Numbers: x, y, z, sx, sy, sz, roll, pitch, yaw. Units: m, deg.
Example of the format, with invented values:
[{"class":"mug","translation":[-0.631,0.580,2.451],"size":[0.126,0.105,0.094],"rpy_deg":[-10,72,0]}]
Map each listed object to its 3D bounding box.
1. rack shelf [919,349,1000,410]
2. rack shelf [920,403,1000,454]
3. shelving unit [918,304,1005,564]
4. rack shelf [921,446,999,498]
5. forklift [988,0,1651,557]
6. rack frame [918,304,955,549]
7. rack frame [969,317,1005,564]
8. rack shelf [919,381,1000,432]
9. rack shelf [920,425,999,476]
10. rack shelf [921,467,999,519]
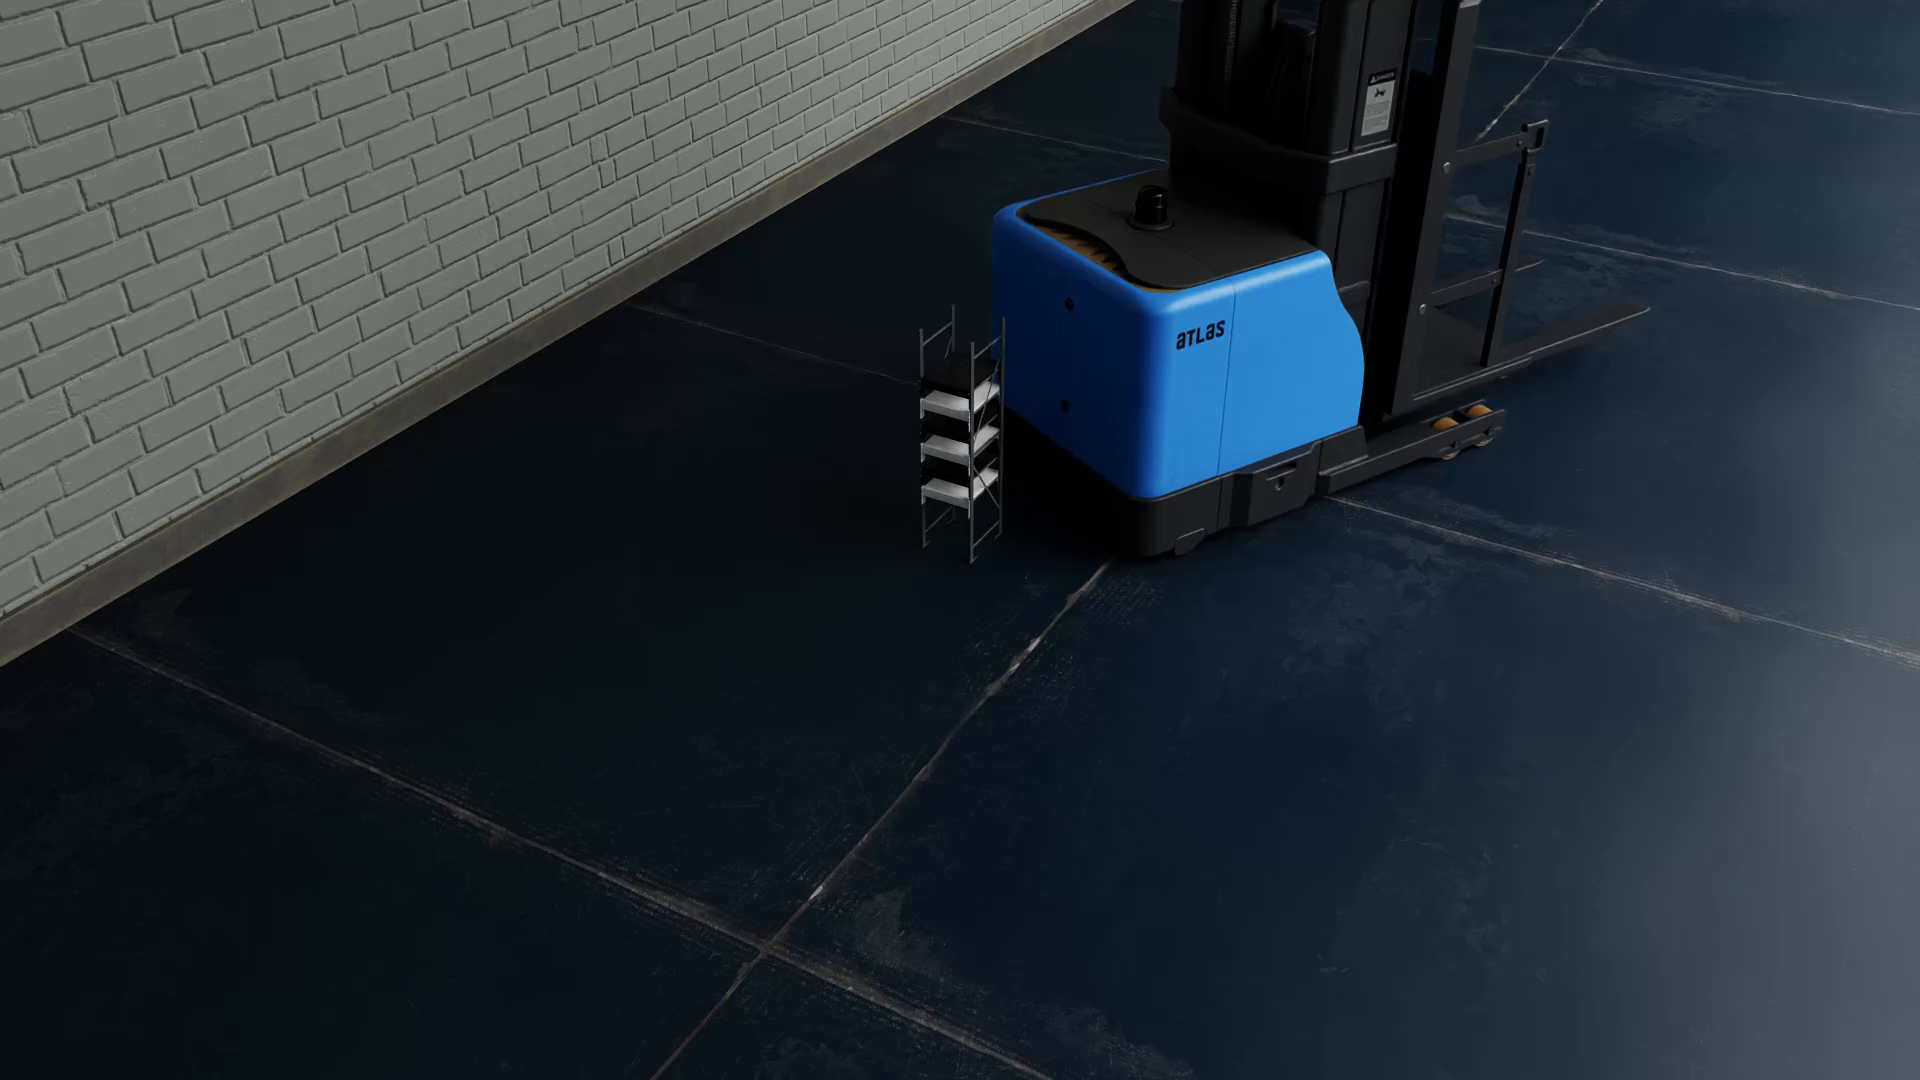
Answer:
[{"class":"rack shelf","translation":[0.007,-0.569,5.866],"size":[0.200,0.077,0.258],"rpy_deg":[18,37,24]},{"class":"rack shelf","translation":[0.007,-0.419,5.966],"size":[0.200,0.077,0.258],"rpy_deg":[18,37,24]},{"class":"shelving unit","translation":[0.007,-0.372,5.997],"size":[0.210,0.900,0.258],"rpy_deg":[18,37,24]},{"class":"rack shelf","translation":[0.007,-0.270,6.066],"size":[0.200,0.077,0.258],"rpy_deg":[18,37,24]},{"class":"forklift","translation":[1.623,-1.773,6.269],"size":[3.031,2.935,1.130],"rpy_deg":[-20,38,-27]},{"class":"rack frame","translation":[-0.081,-0.400,6.039],"size":[0.006,0.900,0.240],"rpy_deg":[18,37,24]},{"class":"rack frame","translation":[0.095,-0.344,5.955],"size":[0.006,0.900,0.240],"rpy_deg":[18,37,24]},{"class":"rack shelf","translation":[0.007,-0.494,5.916],"size":[0.200,0.077,0.258],"rpy_deg":[18,37,24]},{"class":"rack shelf","translation":[0.007,-0.345,6.016],"size":[0.200,0.077,0.258],"rpy_deg":[18,37,24]},{"class":"rack shelf","translation":[0.007,-0.195,6.115],"size":[0.200,0.077,0.258],"rpy_deg":[18,37,24]}]
